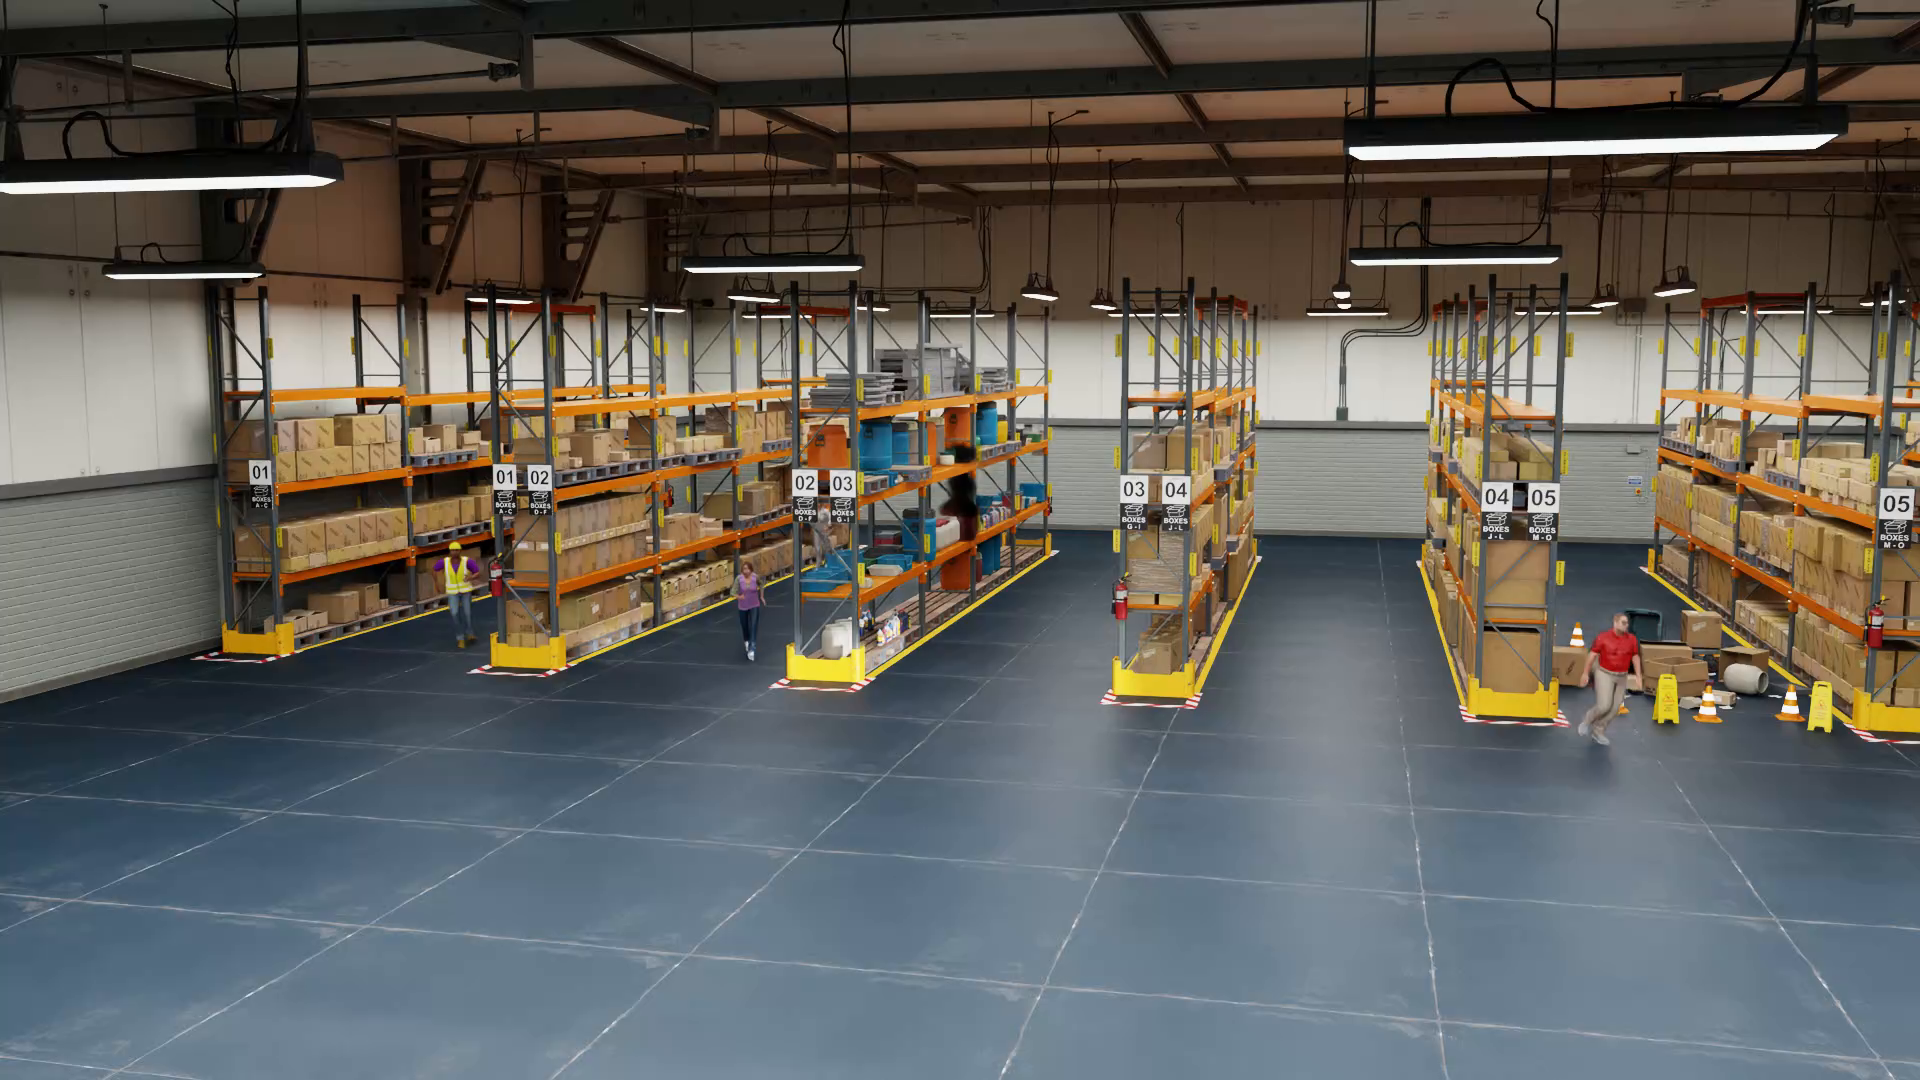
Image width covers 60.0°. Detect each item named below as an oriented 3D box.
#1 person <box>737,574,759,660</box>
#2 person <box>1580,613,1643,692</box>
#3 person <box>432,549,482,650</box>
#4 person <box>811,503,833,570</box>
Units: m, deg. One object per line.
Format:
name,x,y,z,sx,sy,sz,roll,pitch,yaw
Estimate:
person,-3.433,1.211,27.019,0.352,1.361,0.926,-1,7,-7
person,8.254,1.401,20.957,0.656,0.983,0.475,-1,7,-11
person,-8.470,0.946,28.029,0.806,1.787,0.722,-2,7,-14
person,-2.904,-0.126,34.954,0.541,1.500,0.576,2,7,14
